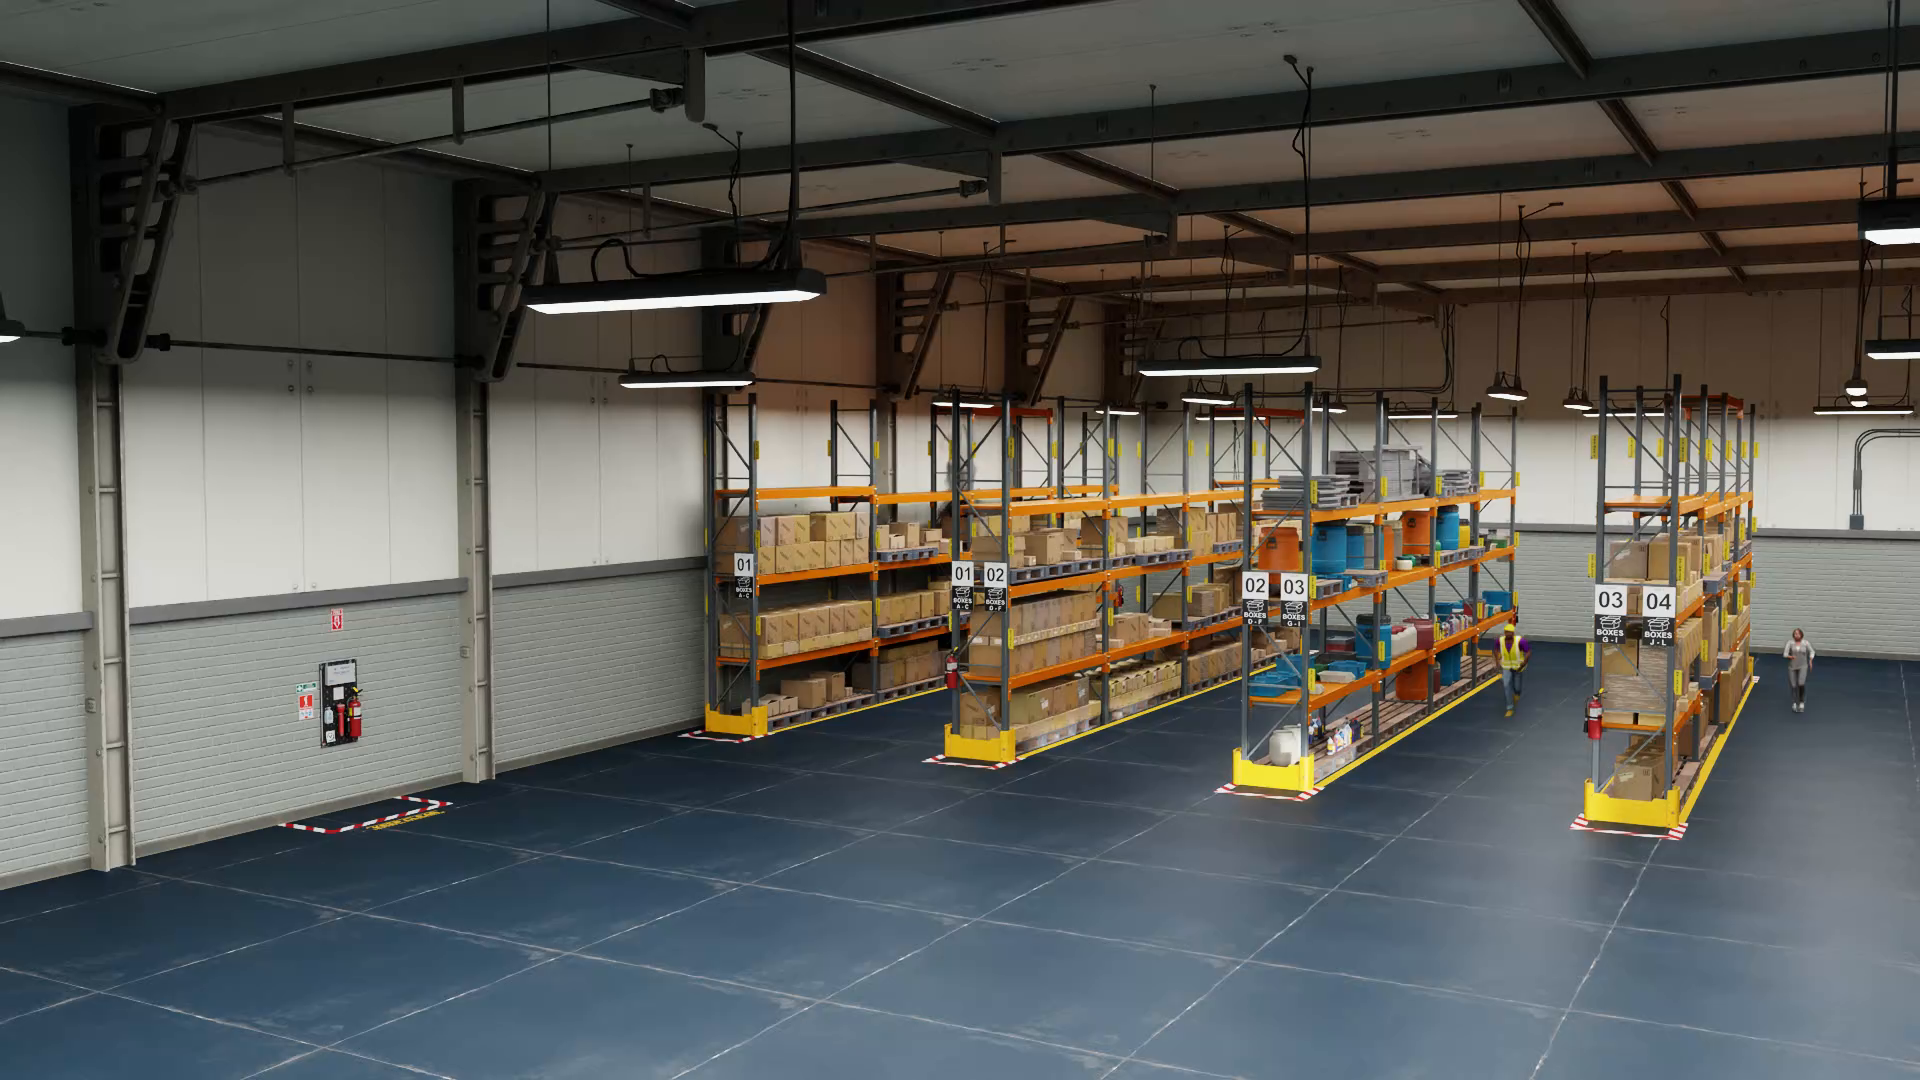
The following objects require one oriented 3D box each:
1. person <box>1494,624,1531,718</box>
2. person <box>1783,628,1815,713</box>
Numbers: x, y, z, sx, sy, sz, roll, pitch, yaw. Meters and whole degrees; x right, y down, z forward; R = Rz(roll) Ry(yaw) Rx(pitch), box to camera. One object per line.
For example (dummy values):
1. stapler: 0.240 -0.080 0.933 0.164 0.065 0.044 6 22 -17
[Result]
1. person: 10.471 2.450 31.547 0.700 1.753 1.032 1 3 26
2. person: 16.002 2.486 31.755 0.509 1.604 0.662 2 4 33
